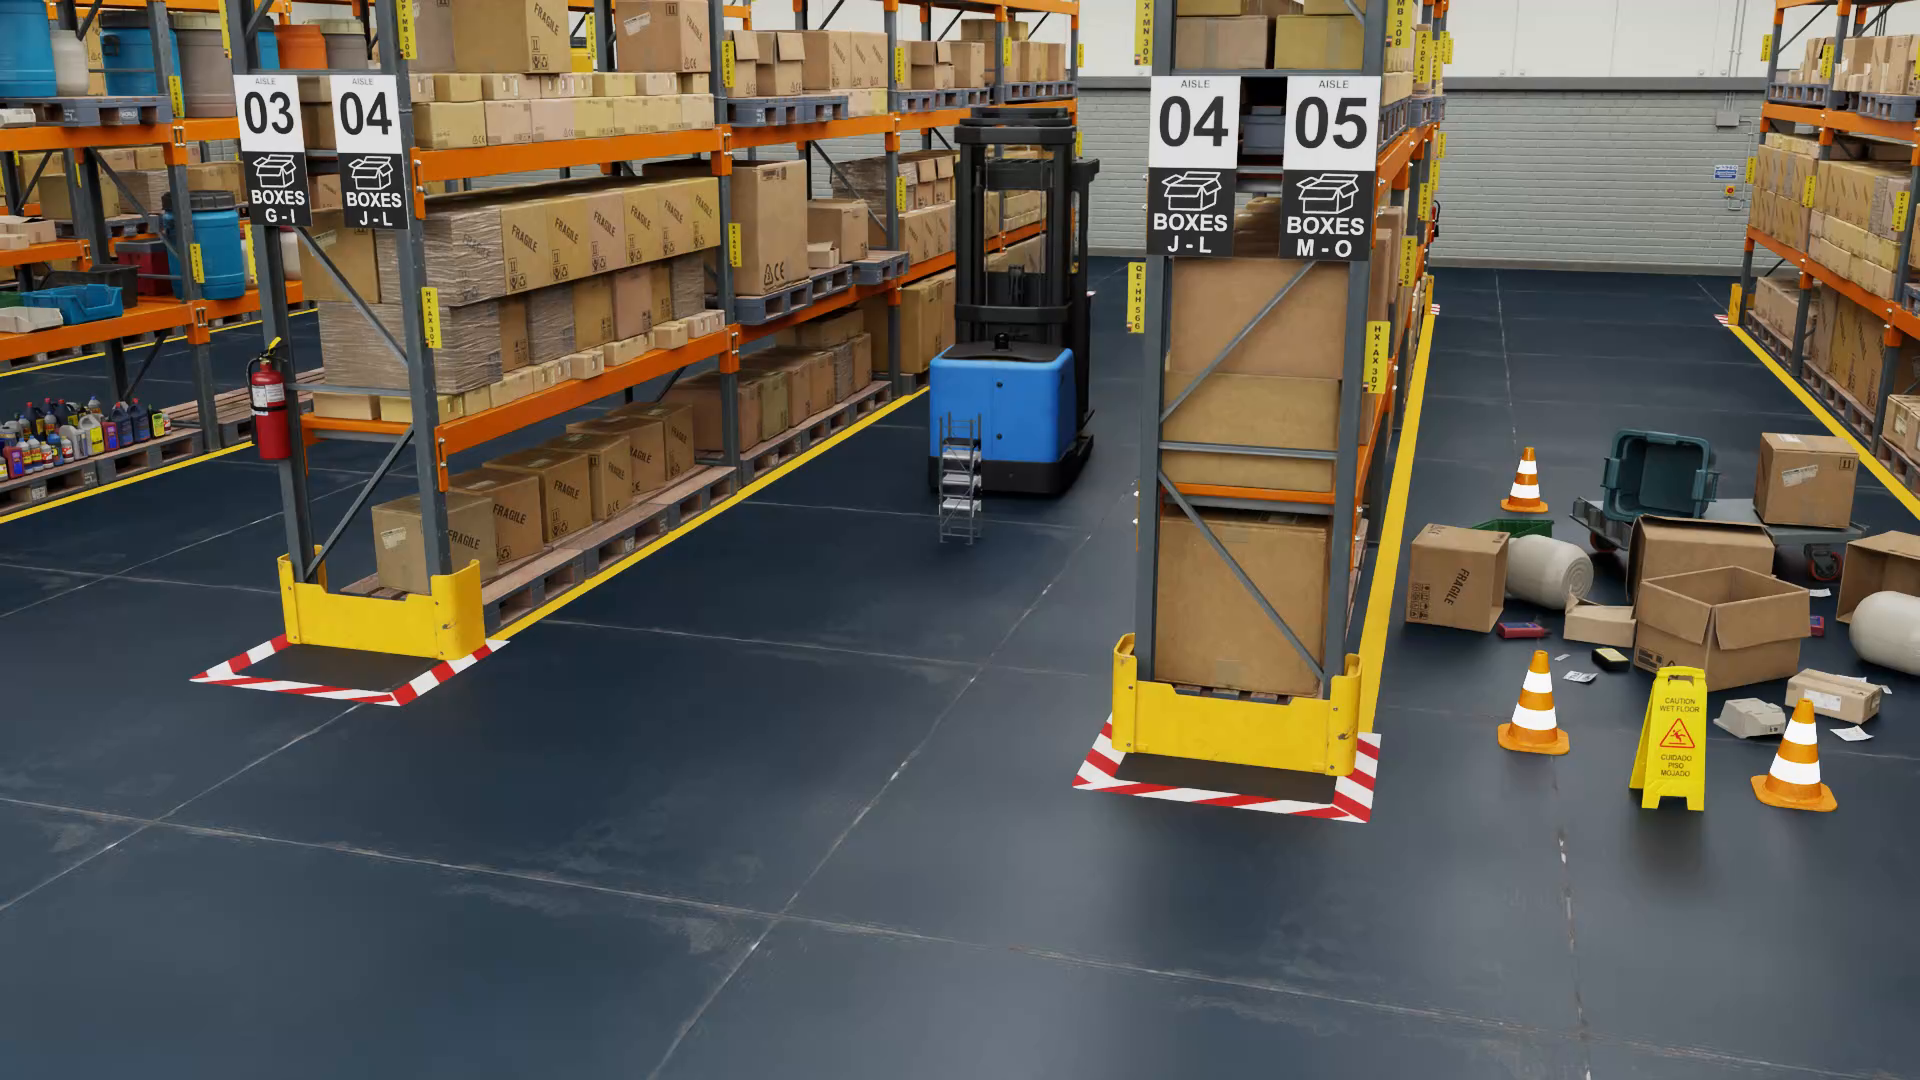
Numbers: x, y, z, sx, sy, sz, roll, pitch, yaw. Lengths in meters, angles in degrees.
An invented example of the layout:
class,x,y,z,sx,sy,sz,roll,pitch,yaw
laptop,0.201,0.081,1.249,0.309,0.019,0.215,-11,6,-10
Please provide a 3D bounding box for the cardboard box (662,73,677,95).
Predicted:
class,x,y,z,sx,sy,sz,roll,pitch,yaw
cardboard box,-2.208,-3.193,11.636,0.380,0.149,0.250,4,16,13

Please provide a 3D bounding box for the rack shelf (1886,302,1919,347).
class,x,y,z,sx,sy,sz,roll,pitch,yaw
rack shelf,7.829,-1.281,12.168,1.077,0.370,4.000,5,16,16

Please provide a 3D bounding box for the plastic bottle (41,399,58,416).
class,x,y,z,sx,sy,sz,roll,pitch,yaw
plastic bottle,-7.616,-1.015,13.959,0.144,0.351,0.185,5,17,17

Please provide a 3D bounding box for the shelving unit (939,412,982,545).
class,x,y,z,sx,sy,sz,roll,pitch,yaw
shelving unit,0.002,-0.435,11.714,0.258,0.900,0.210,5,16,16

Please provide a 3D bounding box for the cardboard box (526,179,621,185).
class,x,y,z,sx,sy,sz,roll,pitch,yaw
cardboard box,-2.753,-2.316,11.937,0.500,0.500,0.500,5,16,16

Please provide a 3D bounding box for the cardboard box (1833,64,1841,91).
class,x,y,z,sx,sy,sz,roll,pitch,yaw
cardboard box,9.057,-4.674,16.790,0.396,0.266,0.258,4,16,15

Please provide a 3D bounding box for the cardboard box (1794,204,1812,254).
class,x,y,z,sx,sy,sz,roll,pitch,yaw
cardboard box,9.421,-3.386,18.088,0.500,0.500,0.500,5,17,16

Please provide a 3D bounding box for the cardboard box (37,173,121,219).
class,x,y,z,sx,sy,sz,roll,pitch,yaw
cardboard box,-10.530,-4.112,19.876,0.700,0.500,0.500,-1,16,-3

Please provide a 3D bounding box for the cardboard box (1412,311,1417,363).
class,x,y,z,sx,sy,sz,roll,pitch,yaw
cardboard box,4.645,-2.207,17.923,0.500,0.500,0.500,4,16,15

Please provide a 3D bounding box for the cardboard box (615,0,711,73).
class,x,y,z,sx,sy,sz,roll,pitch,yaw
cardboard box,-2.124,-3.610,11.918,0.500,0.500,0.500,4,16,14

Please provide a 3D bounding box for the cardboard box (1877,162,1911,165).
class,x,y,z,sx,sy,sz,roll,pitch,yaw
cardboard box,9.648,-3.590,16.973,0.500,0.500,0.500,5,17,18

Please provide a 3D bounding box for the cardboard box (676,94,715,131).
class,x,y,z,sx,sy,sz,roll,pitch,yaw
cardboard box,-2.120,-3.104,12.054,0.500,0.250,0.500,5,17,18

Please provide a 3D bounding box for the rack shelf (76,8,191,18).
class,x,y,z,sx,sy,sz,roll,pitch,yaw
rack shelf,-13.646,-7.989,25.555,1.077,0.370,4.000,5,16,16

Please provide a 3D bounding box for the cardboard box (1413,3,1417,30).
class,x,y,z,sx,sy,sz,roll,pitch,yaw
cardboard box,2.616,-3.231,10.273,0.380,0.149,0.250,5,16,16

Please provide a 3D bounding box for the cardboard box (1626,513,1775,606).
class,x,y,z,sx,sy,sz,roll,pitch,yaw
cardboard box,4.454,0.177,10.035,0.797,0.637,0.503,5,16,16

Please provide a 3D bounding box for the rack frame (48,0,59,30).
class,x,y,z,sx,sy,sz,roll,pitch,yaw
rack frame,-10.601,-6.574,18.517,1.000,3.000,0.127,5,16,16

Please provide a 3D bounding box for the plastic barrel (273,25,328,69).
class,x,y,z,sx,sy,sz,roll,pitch,yaw
plastic barrel,-6.480,-4.584,16.209,0.600,0.830,0.708,5,16,16

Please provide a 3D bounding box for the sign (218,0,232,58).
class,x,y,z,sx,sy,sz,roll,pitch,yaw
sign,-3.904,-2.743,8.885,0.100,0.325,0.005,5,16,16

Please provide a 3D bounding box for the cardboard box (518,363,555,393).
class,x,y,z,sx,sy,sz,roll,pitch,yaw
cardboard box,-2.764,-1.021,10.394,0.380,0.149,0.250,5,16,16

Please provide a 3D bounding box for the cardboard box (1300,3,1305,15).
class,x,y,z,sx,sy,sz,roll,pitch,yaw
cardboard box,1.913,-3.216,10.218,0.380,0.149,0.250,4,16,15

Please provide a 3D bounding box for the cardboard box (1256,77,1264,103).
class,x,y,z,sx,sy,sz,roll,pitch,yaw
cardboard box,1.336,-2.300,8.451,0.380,0.149,0.250,5,17,16

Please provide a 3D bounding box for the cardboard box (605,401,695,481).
class,x,y,z,sx,sy,sz,roll,pitch,yaw
cardboard box,-2.392,-0.771,12.860,0.500,0.500,0.500,4,16,14

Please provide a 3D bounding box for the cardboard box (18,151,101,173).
class,x,y,z,sx,sy,sz,roll,pitch,yaw
cardboard box,-13.832,-5.593,25.503,0.980,0.700,0.700,4,16,14

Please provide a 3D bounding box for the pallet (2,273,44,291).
class,x,y,z,sx,sy,sz,roll,pitch,yaw
pallet,-13.923,-3.969,25.437,1.003,0.211,1.213,5,16,16

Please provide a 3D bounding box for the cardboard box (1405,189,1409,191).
class,x,y,z,sx,sy,sz,roll,pitch,yaw
cardboard box,4.757,-3.731,18.088,0.380,0.149,0.250,4,16,14

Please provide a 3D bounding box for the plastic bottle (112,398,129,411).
class,x,y,z,sx,sy,sz,roll,pitch,yaw
plastic bottle,-7.034,-1.014,13.957,0.144,0.351,0.185,5,16,16

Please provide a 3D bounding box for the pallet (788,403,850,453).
class,x,y,z,sx,sy,sz,roll,pitch,yaw
pallet,-1.676,-1.055,15.162,1.003,0.211,1.213,5,16,16

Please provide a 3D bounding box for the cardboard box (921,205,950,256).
class,x,y,z,sx,sy,sz,roll,pitch,yaw
cardboard box,-0.418,-3.343,17.934,0.500,0.500,0.500,4,16,15

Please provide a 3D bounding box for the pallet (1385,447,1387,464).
class,x,y,z,sx,sy,sz,roll,pitch,yaw
pallet,2.978,-0.648,13.727,1.003,0.211,1.213,5,16,16

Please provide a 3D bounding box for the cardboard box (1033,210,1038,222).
class,x,y,z,sx,sy,sz,roll,pitch,yaw
cardboard box,0.804,-4.235,21.725,0.380,0.149,0.250,5,17,17

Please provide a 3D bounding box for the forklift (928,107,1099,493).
class,x,y,z,sx,sy,sz,roll,pitch,yaw
forklift,0.554,-2.130,13.968,1.130,2.935,3.031,3,16,11

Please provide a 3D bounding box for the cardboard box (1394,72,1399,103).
class,x,y,z,sx,sy,sz,roll,pitch,yaw
cardboard box,2.041,-2.316,8.510,0.380,0.149,0.250,5,16,16

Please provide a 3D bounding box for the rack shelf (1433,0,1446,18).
class,x,y,z,sx,sy,sz,roll,pitch,yaw
rack shelf,4.191,-5.379,16.354,1.077,0.370,4.000,5,16,16

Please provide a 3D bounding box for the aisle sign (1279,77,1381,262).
class,x,y,z,sx,sy,sz,roll,pitch,yaw
aisle sign,1.617,-1.624,7.293,0.394,0.787,0.004,5,16,16

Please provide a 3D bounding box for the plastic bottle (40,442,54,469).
class,x,y,z,sx,sy,sz,roll,pitch,yaw
plastic bottle,-7.158,-0.668,13.008,0.097,0.201,0.097,0,16,0

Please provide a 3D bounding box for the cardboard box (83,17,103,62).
class,x,y,z,sx,sy,sz,roll,pitch,yaw
cardboard box,-10.326,-5.908,19.647,0.500,0.500,0.500,5,16,16

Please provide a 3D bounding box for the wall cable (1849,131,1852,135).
class,x,y,z,sx,sy,sz,roll,pitch,yaw
wall cable,13.614,-6.102,25.985,0.588,1.984,0.122,5,16,16

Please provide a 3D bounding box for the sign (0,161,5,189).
class,x,y,z,sx,sy,sz,roll,pitch,yaw
sign,-11.124,-4.247,19.328,0.100,0.325,0.005,5,16,16

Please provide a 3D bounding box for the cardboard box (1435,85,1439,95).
class,x,y,z,sx,sy,sz,roll,pitch,yaw
cardboard box,5.144,-5.026,18.830,0.500,0.250,0.500,5,17,19

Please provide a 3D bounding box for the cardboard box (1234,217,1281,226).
class,x,y,z,sx,sy,sz,roll,pitch,yaw
cardboard box,1.875,-1.537,9.496,0.875,0.550,0.500,5,16,16

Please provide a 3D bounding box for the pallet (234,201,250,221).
class,x,y,z,sx,sy,sz,roll,pitch,yaw
pallet,-9.796,-4.442,22.344,1.003,0.211,1.213,5,16,16

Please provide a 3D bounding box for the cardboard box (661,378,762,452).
class,x,y,z,sx,sy,sz,roll,pitch,yaw
cardboard box,-2.045,-1.041,13.776,0.700,0.500,0.500,3,16,12

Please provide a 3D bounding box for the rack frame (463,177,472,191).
class,x,y,z,sx,sy,sz,roll,pitch,yaw
rack frame,-8.327,-5.781,26.715,1.000,3.000,0.127,5,16,16

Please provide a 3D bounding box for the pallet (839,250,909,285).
class,x,y,z,sx,sy,sz,roll,pitch,yaw
pallet,-1.204,-2.632,15.964,1.213,0.211,1.003,5,16,16

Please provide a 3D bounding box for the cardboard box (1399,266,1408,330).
class,x,y,z,sx,sy,sz,roll,pitch,yaw
cardboard box,3.181,-1.889,12.809,0.500,0.500,0.500,5,16,16

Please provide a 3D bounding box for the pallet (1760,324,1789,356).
class,x,y,z,sx,sy,sz,roll,pitch,yaw
pallet,10.170,-2.369,19.794,1.003,0.211,1.213,5,16,16

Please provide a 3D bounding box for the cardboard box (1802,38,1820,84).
class,x,y,z,sx,sy,sz,roll,pitch,yaw
cardboard box,9.954,-5.469,18.981,0.500,0.500,0.500,5,17,17

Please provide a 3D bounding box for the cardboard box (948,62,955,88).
class,x,y,z,sx,sy,sz,roll,pitch,yaw
cardboard box,-0.365,-5.288,18.872,0.500,0.311,0.500,4,16,14

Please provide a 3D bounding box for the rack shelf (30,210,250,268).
class,x,y,z,sx,sy,sz,roll,pitch,yaw
rack shelf,-10.032,-3.865,21.279,1.077,0.370,4.000,5,16,16

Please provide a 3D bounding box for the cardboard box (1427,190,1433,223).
class,x,y,z,sx,sy,sz,roll,pitch,yaw
cardboard box,5.454,-4.115,20.111,0.500,0.500,0.500,4,16,15

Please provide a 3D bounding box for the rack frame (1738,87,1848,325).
class,x,y,z,sx,sy,sz,roll,pitch,yaw
rack frame,10.671,-4.244,21.294,1.000,3.000,0.127,5,16,16

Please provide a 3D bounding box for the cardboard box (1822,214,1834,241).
class,x,y,z,sx,sy,sz,roll,pitch,yaw
cardboard box,9.018,-3.134,16.739,0.500,0.250,0.500,5,17,17
